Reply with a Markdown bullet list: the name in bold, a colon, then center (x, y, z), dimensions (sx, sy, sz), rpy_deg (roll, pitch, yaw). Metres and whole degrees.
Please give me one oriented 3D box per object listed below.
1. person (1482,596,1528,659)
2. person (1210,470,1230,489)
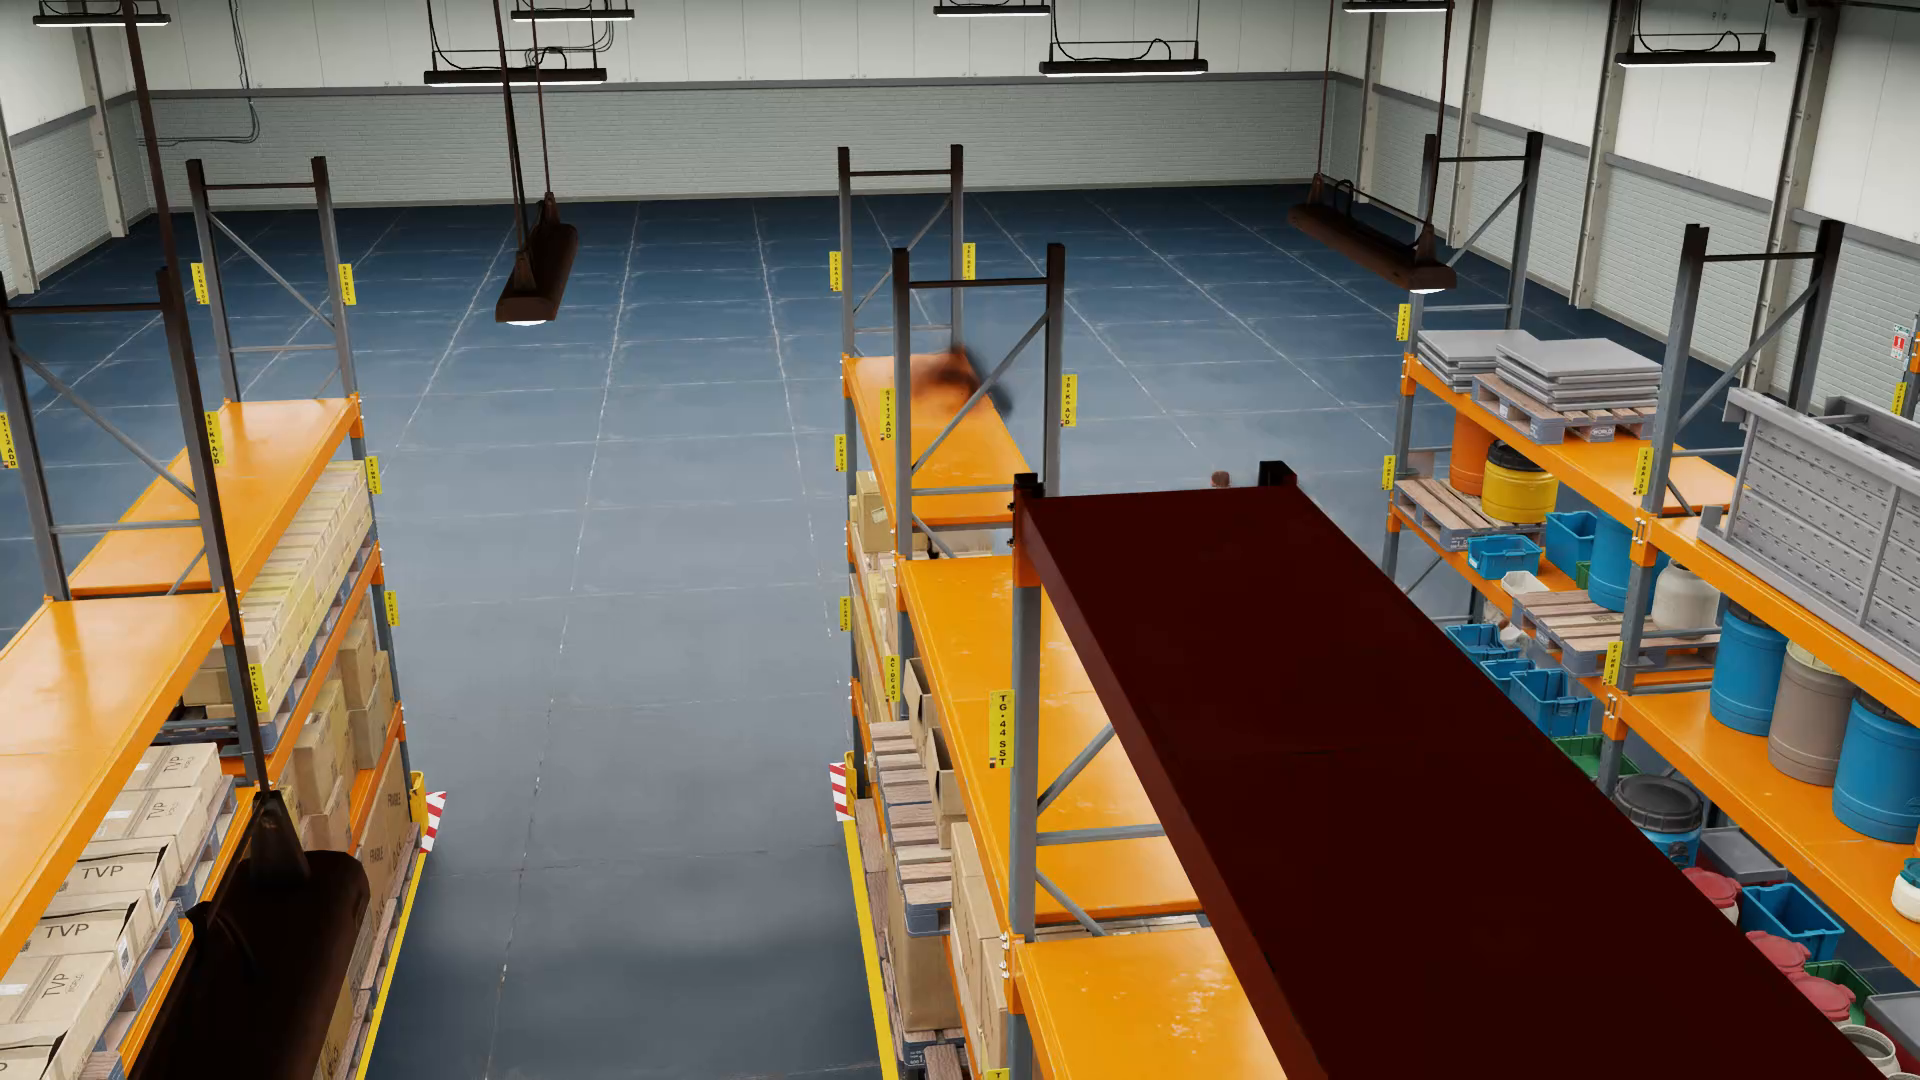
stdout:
- **person**: center (5.549, 0.986, 16.947), dimensions (0.641, 1.676, 0.824), rpy_deg (-15, 26, -33)
- **person**: center (3.054, -0.073, 19.641), dimensions (0.872, 1.593, 0.540), rpy_deg (4, 22, 10)
